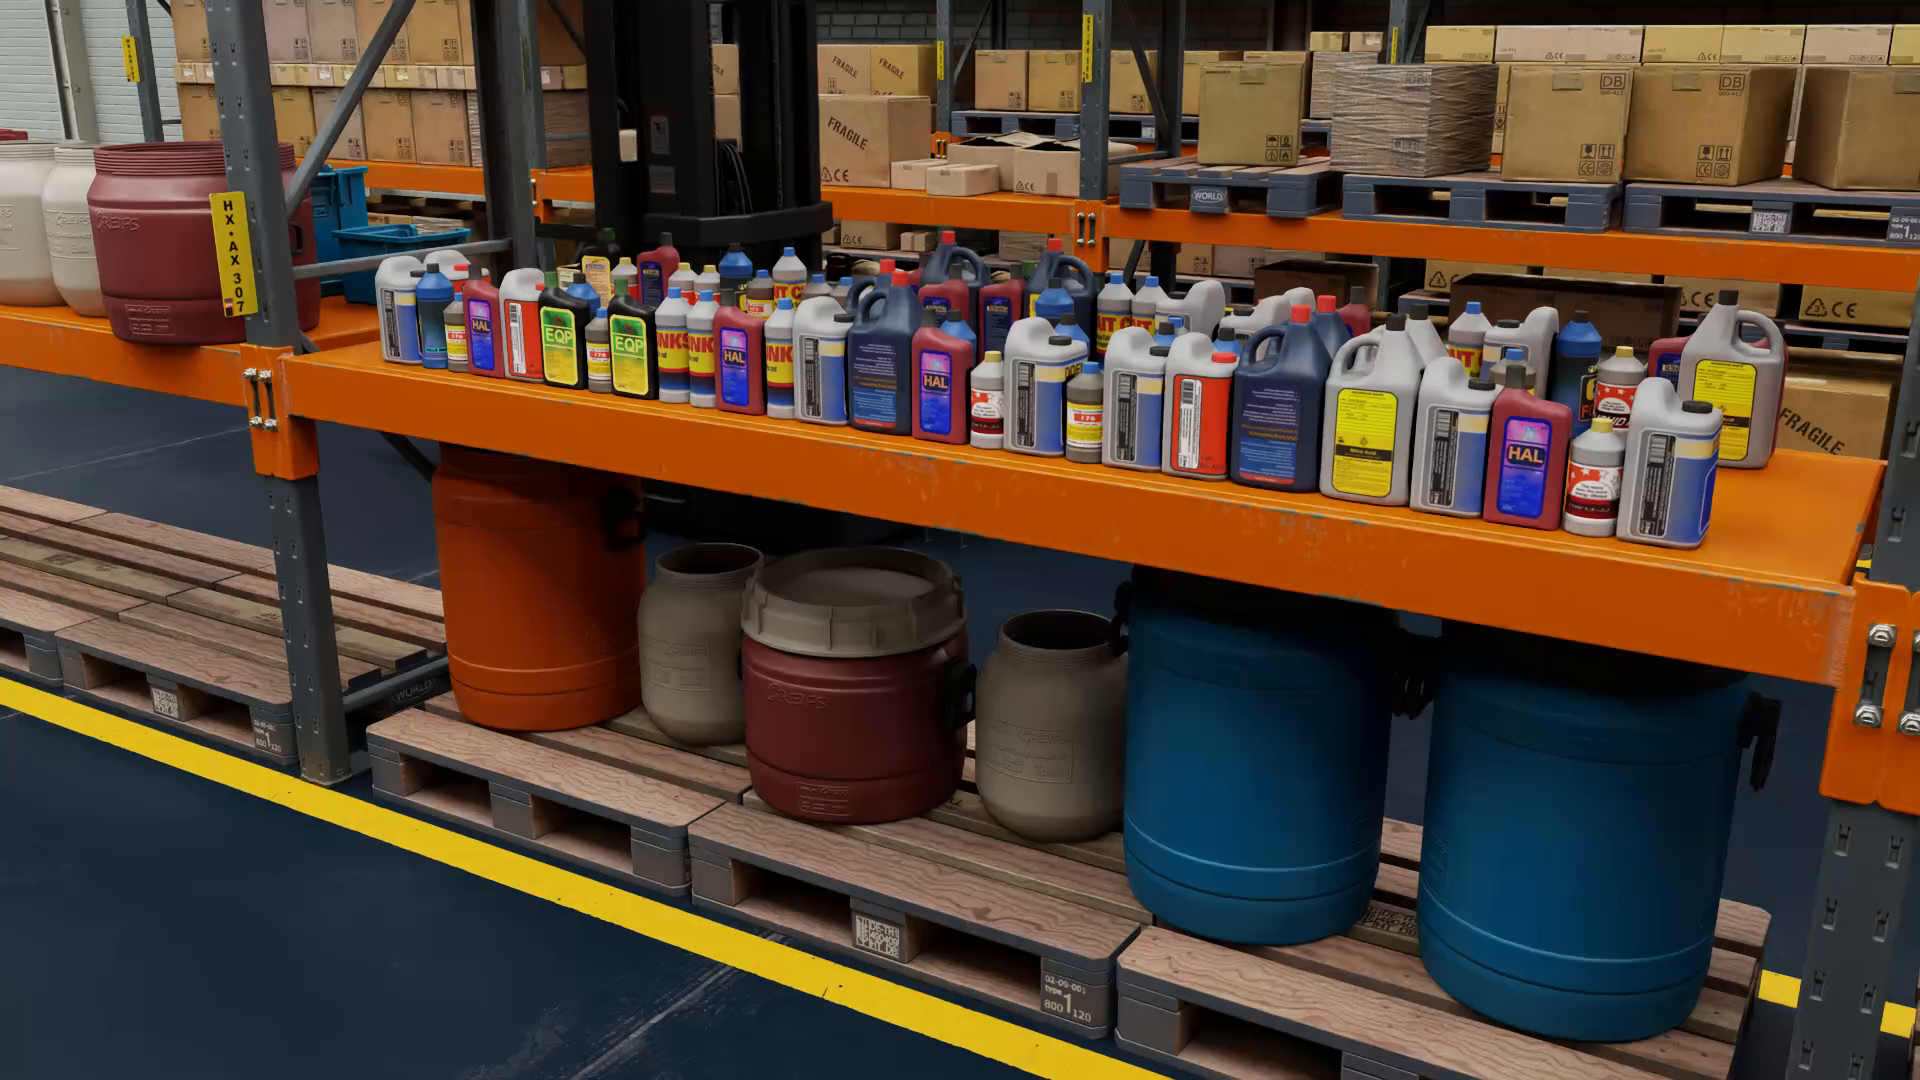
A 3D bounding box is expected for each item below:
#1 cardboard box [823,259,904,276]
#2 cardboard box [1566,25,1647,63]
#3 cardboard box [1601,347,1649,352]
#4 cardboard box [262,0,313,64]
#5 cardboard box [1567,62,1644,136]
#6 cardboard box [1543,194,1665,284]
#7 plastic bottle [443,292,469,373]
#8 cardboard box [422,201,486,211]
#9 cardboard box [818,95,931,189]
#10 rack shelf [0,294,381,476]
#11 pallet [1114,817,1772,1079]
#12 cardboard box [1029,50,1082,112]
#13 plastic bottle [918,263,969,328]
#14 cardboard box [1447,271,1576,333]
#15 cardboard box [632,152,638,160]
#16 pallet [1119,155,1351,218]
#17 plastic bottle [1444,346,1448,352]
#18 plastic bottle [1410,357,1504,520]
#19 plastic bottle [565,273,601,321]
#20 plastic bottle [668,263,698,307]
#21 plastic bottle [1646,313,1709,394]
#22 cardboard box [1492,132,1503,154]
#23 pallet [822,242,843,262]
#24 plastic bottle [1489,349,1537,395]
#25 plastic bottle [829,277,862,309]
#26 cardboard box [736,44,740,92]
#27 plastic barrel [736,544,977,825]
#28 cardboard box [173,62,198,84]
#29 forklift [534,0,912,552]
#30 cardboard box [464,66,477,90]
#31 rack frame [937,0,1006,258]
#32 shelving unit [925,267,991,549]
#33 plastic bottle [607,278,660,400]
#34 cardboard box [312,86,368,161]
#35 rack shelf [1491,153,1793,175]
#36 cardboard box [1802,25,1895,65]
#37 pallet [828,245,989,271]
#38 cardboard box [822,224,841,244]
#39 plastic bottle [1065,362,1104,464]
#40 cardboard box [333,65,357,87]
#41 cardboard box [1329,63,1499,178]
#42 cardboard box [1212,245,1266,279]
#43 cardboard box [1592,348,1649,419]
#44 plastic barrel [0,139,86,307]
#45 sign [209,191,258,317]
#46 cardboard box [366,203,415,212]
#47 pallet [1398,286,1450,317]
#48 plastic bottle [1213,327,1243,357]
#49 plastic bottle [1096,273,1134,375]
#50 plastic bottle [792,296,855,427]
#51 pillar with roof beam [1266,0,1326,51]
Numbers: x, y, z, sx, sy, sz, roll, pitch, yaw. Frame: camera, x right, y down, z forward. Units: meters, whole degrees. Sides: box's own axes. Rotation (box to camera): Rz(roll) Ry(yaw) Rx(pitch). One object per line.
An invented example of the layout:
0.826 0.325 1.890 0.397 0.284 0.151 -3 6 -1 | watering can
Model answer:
-0.688 -1.593 10.507 0.500 0.311 0.500 10 19 29 | cardboard box
4.657 -3.549 11.895 0.500 0.250 0.500 10 20 30 | cardboard box
3.170 -0.749 8.229 0.500 0.500 0.500 10 20 31 | cardboard box
-4.571 -3.701 11.999 0.500 0.500 0.700 10 20 30 | cardboard box
4.662 -3.185 11.986 0.500 0.500 0.500 10 20 30 | cardboard box
4.819 -2.173 12.351 0.750 0.750 0.750 10 20 30 | cardboard box
-1.300 -0.546 4.360 0.097 0.201 0.097 0 17 0 | plastic bottle
-3.563 -2.205 12.198 0.500 0.500 0.500 10 20 30 | cardboard box
-0.509 -2.352 9.790 0.500 0.500 0.500 9 19 27 | cardboard box
-3.371 -0.786 6.047 4.000 0.370 1.077 10 20 30 | rack shelf
1.106 0.989 3.763 1.213 0.211 1.003 10 20 30 | pallet
0.998 -3.974 14.374 0.500 0.500 0.700 13 21 36 | cardboard box
-0.043 -0.577 4.320 0.133 0.283 0.061 10 20 30 | plastic bottle
2.773 -1.180 8.357 0.500 0.250 0.500 10 19 29 | cardboard box
-1.832 -2.355 10.407 0.250 0.149 0.380 10 20 30 | cardboard box
1.543 -1.875 8.723 1.003 0.211 1.213 10 20 30 | pallet
1.068 -0.382 3.821 0.097 0.201 0.097 0 17 0 | plastic bottle
0.926 -0.194 3.072 0.135 0.276 0.152 10 20 30 | plastic bottle
-0.956 -0.539 4.217 0.097 0.271 0.097 0 17 0 | plastic bottle
-0.813 -0.718 4.927 0.097 0.201 0.097 0 17 0 | plastic bottle
1.539 -0.344 3.553 0.133 0.283 0.061 10 20 30 | plastic bottle
4.070 -2.960 12.363 0.250 0.149 0.380 11 20 32 | cardboard box
-1.525 -2.833 16.344 1.213 0.211 1.003 10 20 30 | pallet
1.186 -0.310 3.581 0.097 0.201 0.097 0 17 0 | plastic bottle
-0.316 -0.629 4.634 0.097 0.201 0.097 0 17 0 | plastic bottle
-1.750 -4.413 15.682 0.500 0.500 0.500 11 20 32 | cardboard box
-0.278 0.369 4.433 0.708 0.588 0.600 10 20 30 | plastic barrel
-5.666 -3.515 12.502 0.250 0.149 0.380 10 20 30 | cardboard box
-1.458 -1.647 7.761 3.031 2.935 1.130 11 20 32 | forklift
-3.033 -3.046 10.958 0.250 0.149 0.380 10 19 29 | cardboard box
0.110 -3.888 15.021 0.127 3.000 1.000 10 20 30 | rack frame
-0.012 -0.576 7.214 0.189 1.200 0.258 10 20 30 | shelving unit
-0.786 -0.487 4.026 0.133 0.283 0.061 10 20 30 | plastic bottle
-4.176 -3.008 11.952 0.500 0.500 0.700 11 20 32 | cardboard box
5.222 -2.632 12.121 4.000 0.370 1.077 10 20 30 | rack shelf
5.964 -3.318 11.135 0.500 0.250 0.500 11 20 31 | cardboard box
-0.481 -2.648 15.734 1.213 0.211 1.003 10 20 30 | pallet
-1.243 -2.983 16.189 0.250 0.149 0.380 8 19 26 | cardboard box
0.268 -0.266 3.439 0.097 0.201 0.097 0 17 0 | plastic bottle
-4.133 -3.241 11.601 0.250 0.149 0.380 11 20 32 | cardboard box
2.204 -2.047 8.065 0.500 0.500 0.700 15 22 40 | cardboard box
2.499 -2.498 13.988 0.500 0.500 0.700 10 20 30 | cardboard box
2.923 -0.616 7.793 0.500 0.500 0.500 10 20 31 | cardboard box
-3.014 -1.047 5.476 0.421 0.512 0.421 0 17 0 | plastic barrel
-1.949 -0.767 4.465 0.005 0.325 0.100 10 20 30 | sign
-4.271 -2.148 12.010 0.500 0.500 0.500 10 20 30 | cardboard box
4.151 -1.807 12.967 1.213 0.211 1.003 10 20 30 | pallet
0.545 -0.302 3.437 0.097 0.271 0.097 0 17 0 | plastic bottle
0.393 -0.536 4.208 0.097 0.271 0.097 0 17 0 | plastic bottle
-0.285 -0.410 3.784 0.135 0.276 0.152 10 20 30 | plastic bottle
0.610 -5.496 9.992 0.400 9.000 9.100 10 20 30 | pillar with roof beam
